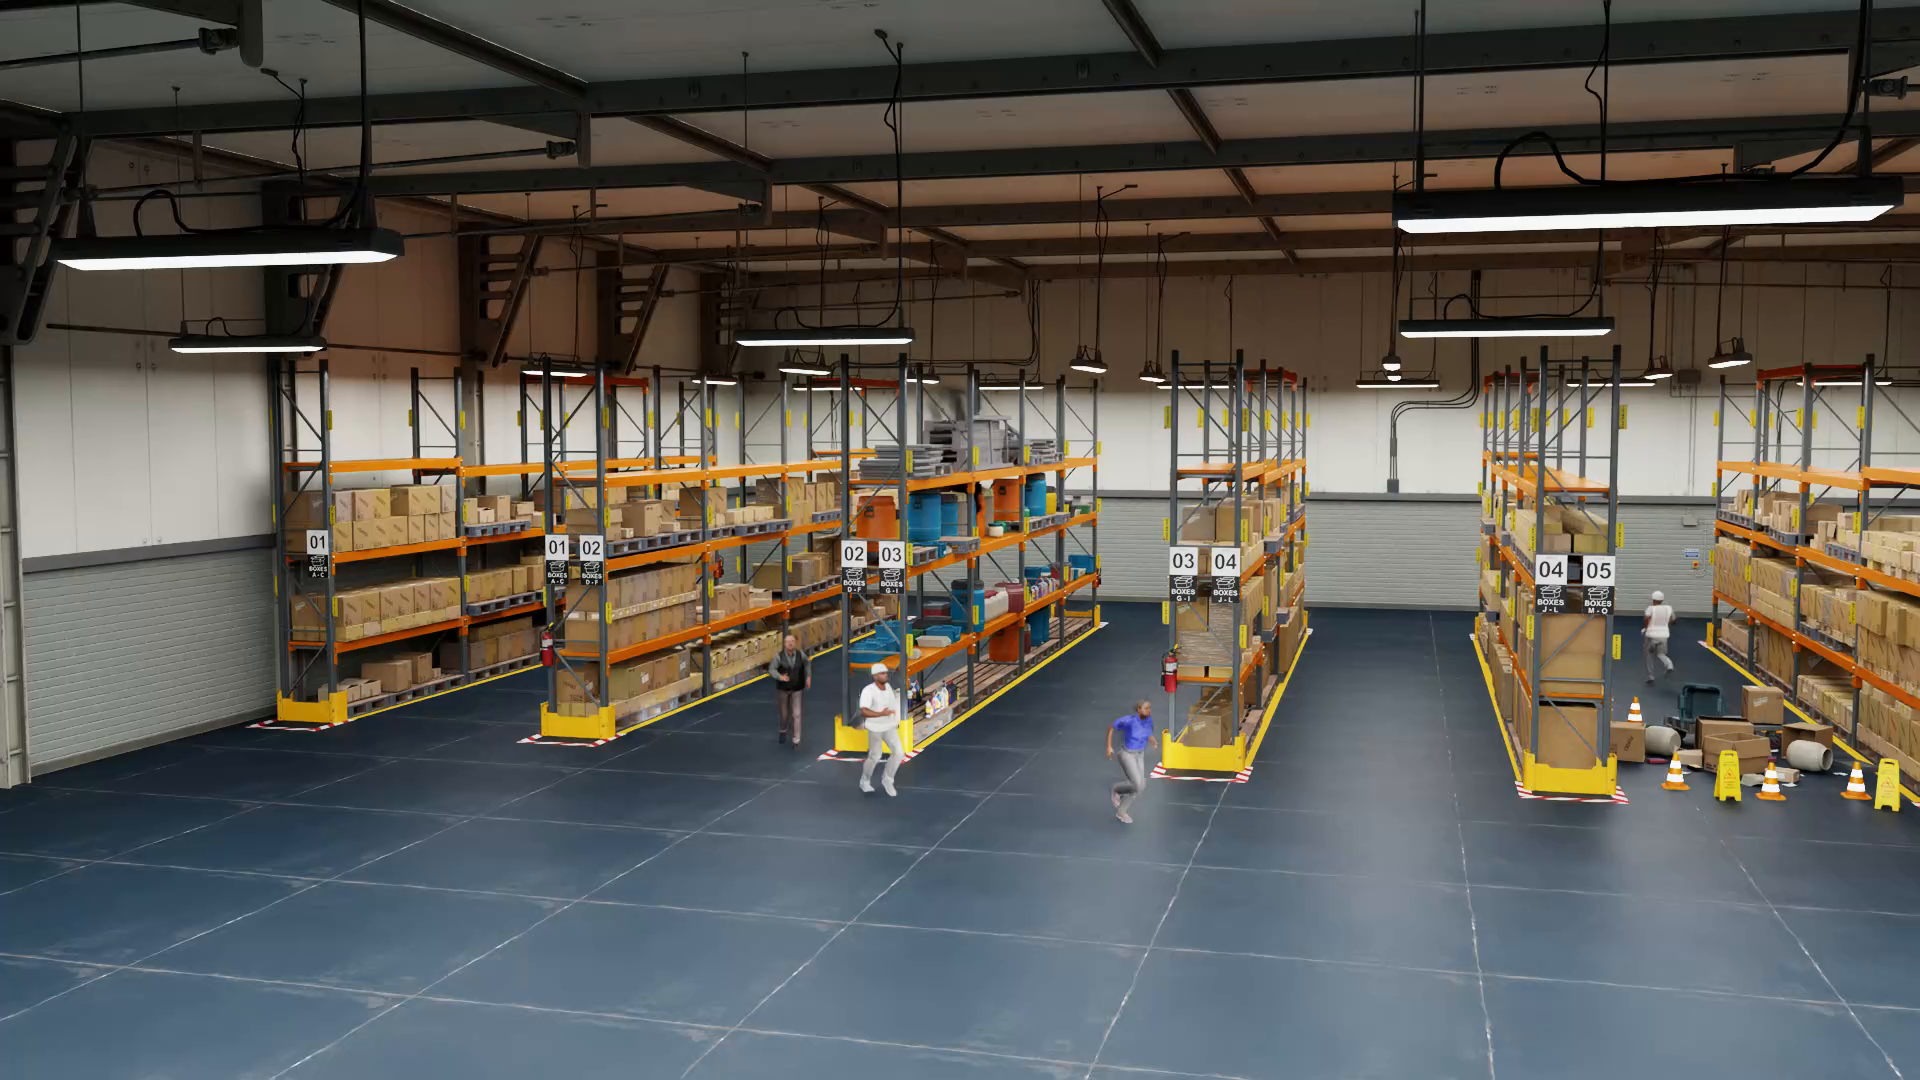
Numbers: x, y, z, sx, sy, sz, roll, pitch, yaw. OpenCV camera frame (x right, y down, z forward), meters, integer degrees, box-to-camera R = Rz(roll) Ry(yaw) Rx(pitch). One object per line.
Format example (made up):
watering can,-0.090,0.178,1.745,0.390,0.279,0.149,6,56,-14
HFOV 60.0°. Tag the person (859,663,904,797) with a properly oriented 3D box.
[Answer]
person,-1.050,2.535,22.105,0.713,1.810,0.731,4,6,43

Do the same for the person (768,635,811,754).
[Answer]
person,-2.586,2.321,25.342,0.673,1.756,0.846,-1,4,-12

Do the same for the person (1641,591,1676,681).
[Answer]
person,13.268,1.865,31.595,0.688,1.799,0.902,0,4,-2

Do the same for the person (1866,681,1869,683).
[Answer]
person,17.029,1.902,30.914,0.712,1.745,0.835,0,4,2

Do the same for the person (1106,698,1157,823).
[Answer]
person,2.177,2.740,20.695,0.561,1.582,0.675,-4,5,-41
